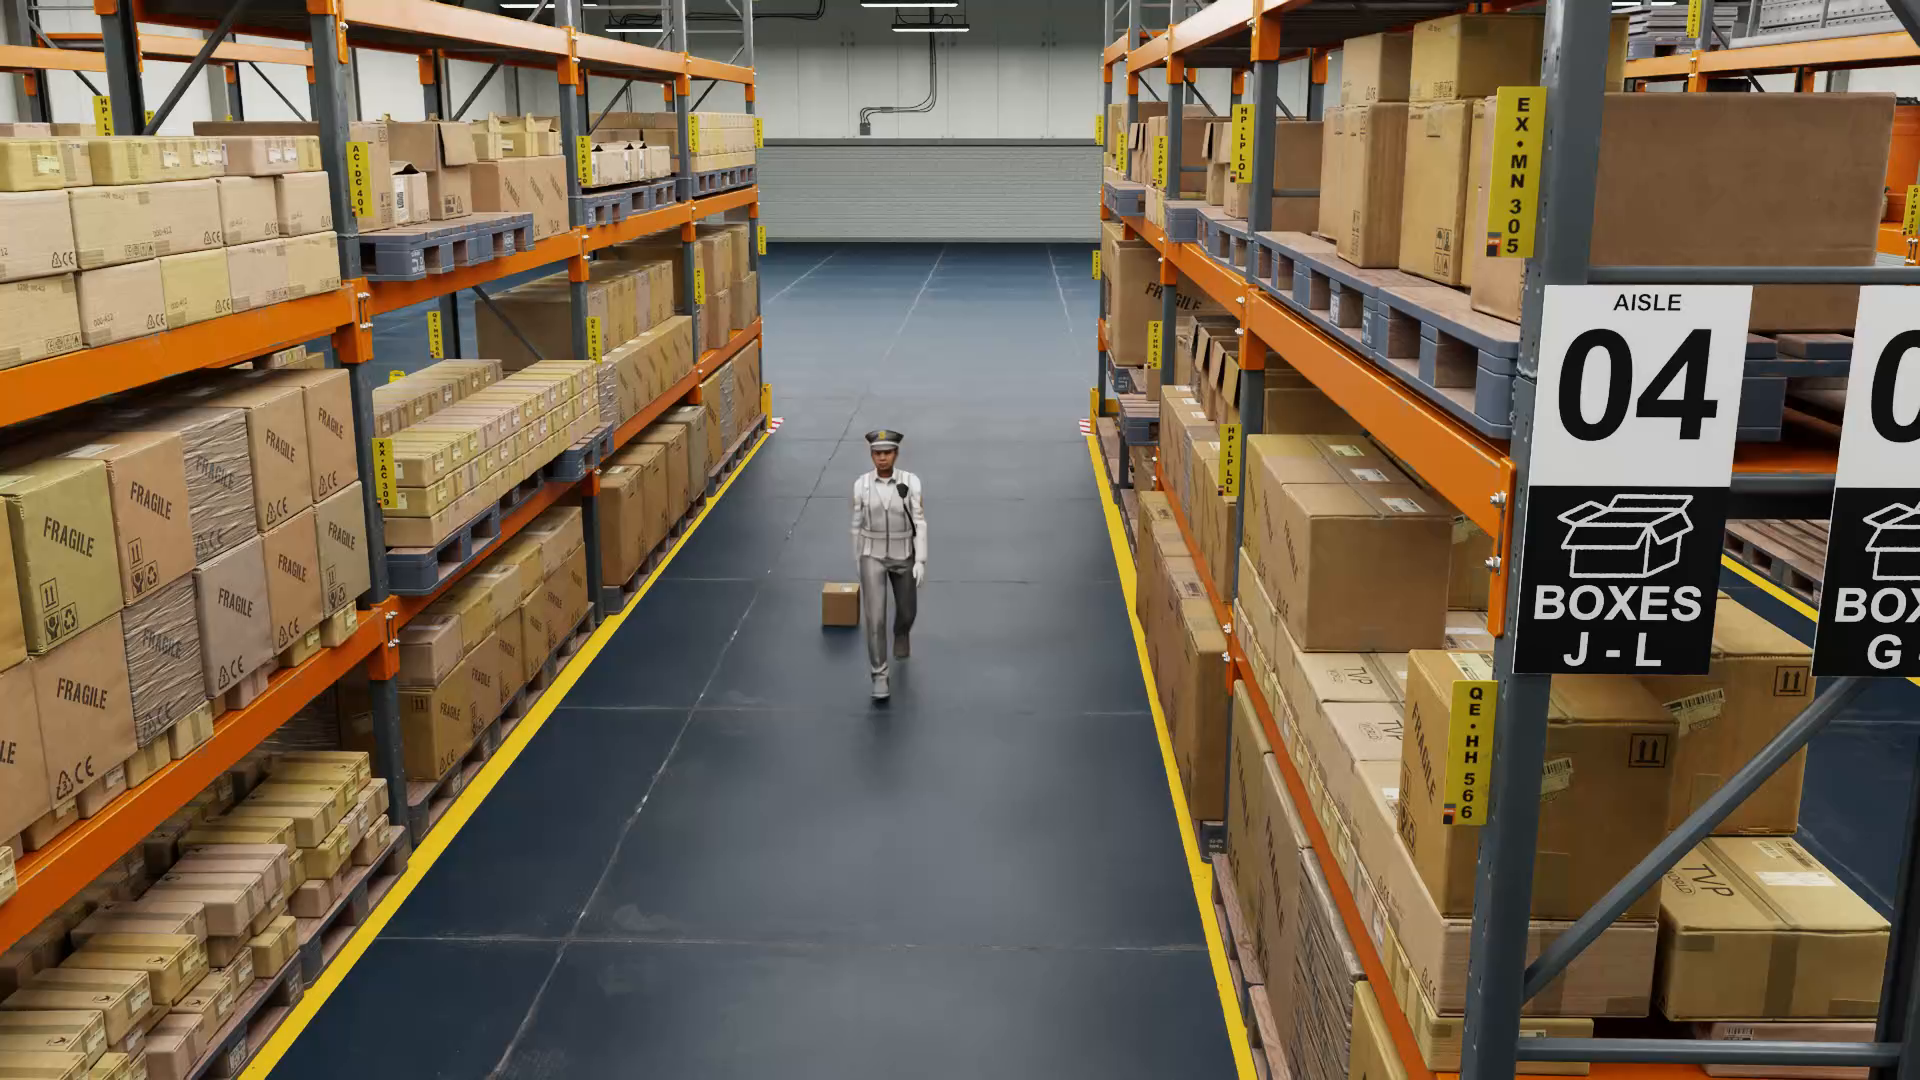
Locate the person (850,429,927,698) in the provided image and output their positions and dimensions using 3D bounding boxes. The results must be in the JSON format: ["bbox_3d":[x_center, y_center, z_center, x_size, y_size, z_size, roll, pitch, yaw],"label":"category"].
[{"bbox_3d":[-0.450,0.096,10.518,0.479,1.648,0.883,-1,14,-4],"label":"person"}]
